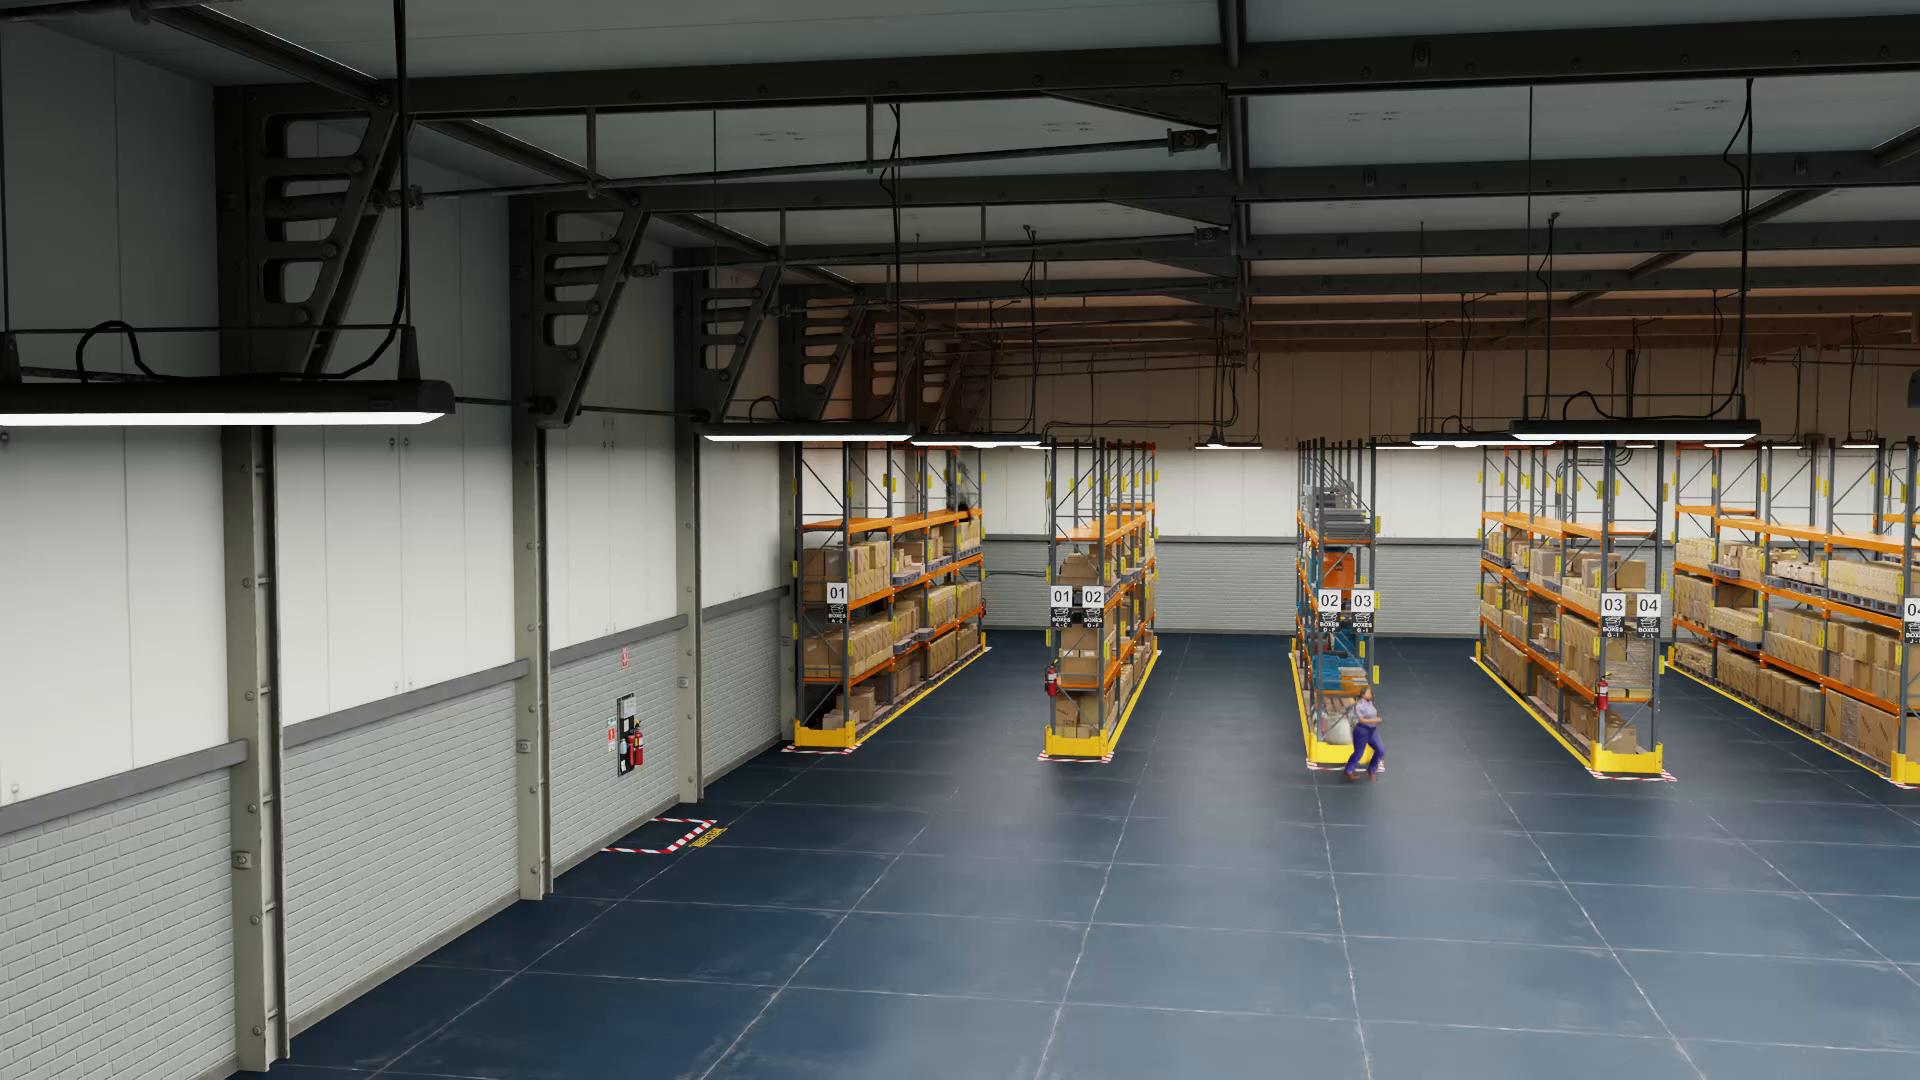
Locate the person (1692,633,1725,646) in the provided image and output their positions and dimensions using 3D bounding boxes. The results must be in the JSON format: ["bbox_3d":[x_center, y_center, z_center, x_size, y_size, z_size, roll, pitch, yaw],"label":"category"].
[{"bbox_3d":[20.484,2.521,45.627,0.895,1.652,0.659,0,3,8],"label":"person"}]

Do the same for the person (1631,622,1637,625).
[{"bbox_3d":[17.863,2.496,44.759,0.739,1.712,0.596,2,4,37],"label":"person"}]

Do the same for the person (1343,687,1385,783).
[{"bbox_3d":[7.046,3.386,28.818,0.588,1.689,0.739,-3,4,-43],"label":"person"}]
